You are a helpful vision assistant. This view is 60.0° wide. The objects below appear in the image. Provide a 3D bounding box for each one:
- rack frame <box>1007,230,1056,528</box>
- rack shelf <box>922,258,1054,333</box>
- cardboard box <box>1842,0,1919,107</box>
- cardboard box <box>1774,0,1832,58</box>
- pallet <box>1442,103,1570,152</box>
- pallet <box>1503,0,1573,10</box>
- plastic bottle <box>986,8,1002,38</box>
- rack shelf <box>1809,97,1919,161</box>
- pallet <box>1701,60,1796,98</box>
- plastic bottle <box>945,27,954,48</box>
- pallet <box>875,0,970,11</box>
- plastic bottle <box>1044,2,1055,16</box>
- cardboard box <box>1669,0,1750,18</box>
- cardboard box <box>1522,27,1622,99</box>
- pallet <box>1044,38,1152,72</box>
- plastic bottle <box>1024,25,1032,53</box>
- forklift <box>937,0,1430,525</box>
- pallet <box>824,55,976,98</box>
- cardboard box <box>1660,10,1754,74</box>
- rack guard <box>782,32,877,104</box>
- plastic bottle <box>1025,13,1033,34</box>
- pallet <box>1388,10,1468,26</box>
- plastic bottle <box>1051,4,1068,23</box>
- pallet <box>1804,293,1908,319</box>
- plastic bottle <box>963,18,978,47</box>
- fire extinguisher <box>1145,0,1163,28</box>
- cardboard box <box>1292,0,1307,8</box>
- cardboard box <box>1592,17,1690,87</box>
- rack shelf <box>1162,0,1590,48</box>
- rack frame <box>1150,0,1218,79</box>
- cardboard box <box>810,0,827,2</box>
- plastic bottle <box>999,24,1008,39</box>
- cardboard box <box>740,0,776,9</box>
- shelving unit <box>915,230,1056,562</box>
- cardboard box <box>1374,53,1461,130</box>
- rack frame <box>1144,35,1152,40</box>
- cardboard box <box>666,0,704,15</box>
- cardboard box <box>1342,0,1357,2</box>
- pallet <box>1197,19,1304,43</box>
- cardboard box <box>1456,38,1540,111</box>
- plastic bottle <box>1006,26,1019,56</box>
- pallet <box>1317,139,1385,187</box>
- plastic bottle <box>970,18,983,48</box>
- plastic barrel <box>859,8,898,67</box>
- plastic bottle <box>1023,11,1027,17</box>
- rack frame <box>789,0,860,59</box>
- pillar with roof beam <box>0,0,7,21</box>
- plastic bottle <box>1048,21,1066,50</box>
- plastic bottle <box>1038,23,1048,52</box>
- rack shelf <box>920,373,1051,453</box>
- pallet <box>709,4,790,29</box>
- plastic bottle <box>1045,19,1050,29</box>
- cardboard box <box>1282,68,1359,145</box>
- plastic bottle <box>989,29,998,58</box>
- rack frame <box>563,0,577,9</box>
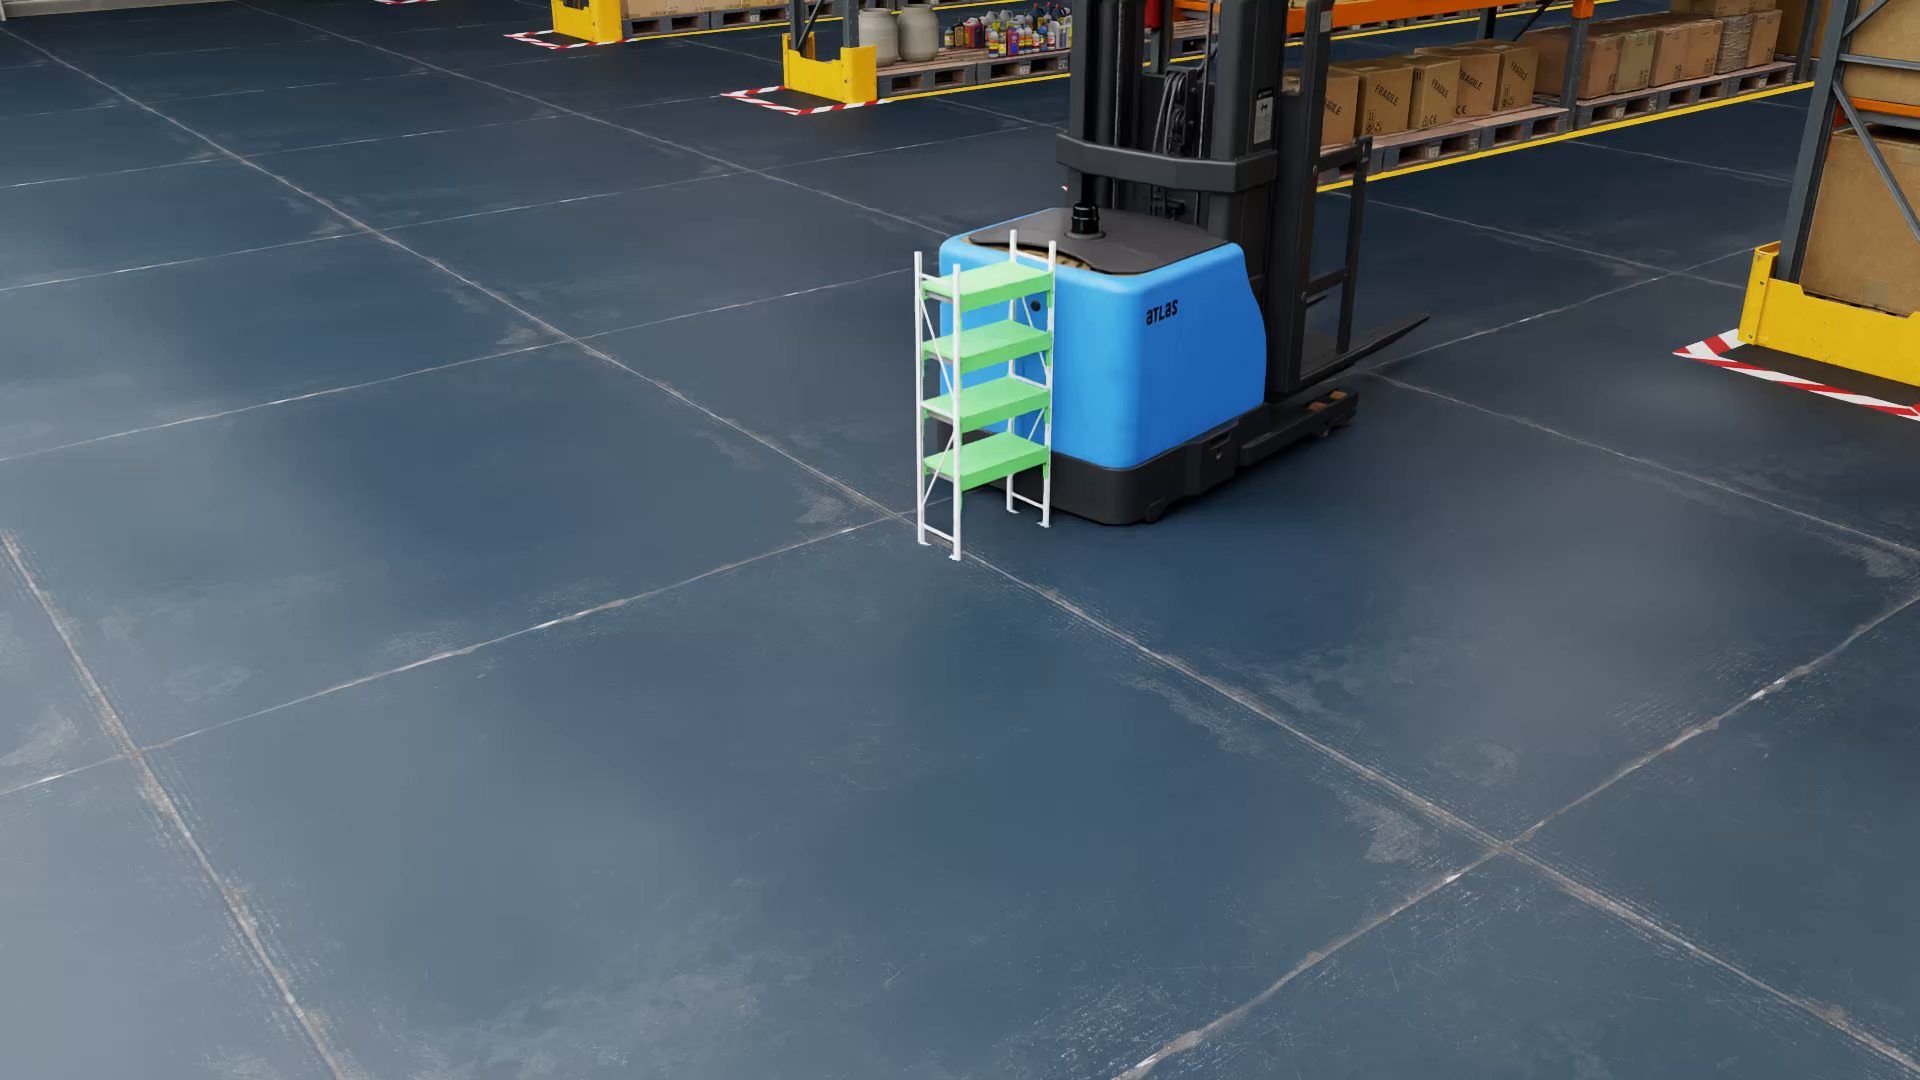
[{"bbox_3d":[0.282,-0.633,6.688,0.015,1.200,0.240,-20,32,-37],"label":"rack frame"},{"bbox_3d":[0.099,-0.942,6.367,0.480,0.148,0.258,-20,32,-37],"label":"rack shelf"},{"bbox_3d":[5.017,-2.499,8.392,0.550,0.550,0.875,-18,31,-34],"label":"cardboard box"},{"bbox_3d":[8.623,-5.466,16.989,0.875,0.875,1.225,-20,32,-36],"label":"cardboard box"},{"bbox_3d":[4.413,-3.577,14.206,1.213,0.211,1.003,-18,31,-34],"label":"pallet"},{"bbox_3d":[7.526,-7.295,22.218,1.213,0.211,1.003,-18,31,-34],"label":"pallet"},{"bbox_3d":[0.342,-5.386,17.417,0.185,0.351,0.144,-17,30,-32],"label":"plastic bottle"},{"bbox_3d":[6.327,-2.512,9.455,4.000,0.370,1.077,-18,31,-34],"label":"rack shelf"},{"bbox_3d":[7.451,-4.599,16.409,1.213,0.211,1.003,-18,31,-34],"label":"pallet"},{"bbox_3d":[-0.110,-5.182,17.154,0.097,0.201,0.097,0,25,0],"label":"plastic bottle"},{"bbox_3d":[-0.635,-7.250,22.120,1.213,0.211,1.003,-18,31,-34],"label":"pallet"},{"bbox_3d":[0.972,-5.594,17.865,0.185,0.351,0.144,-17,30,-33],"label":"plastic bottle"},{"bbox_3d":[7.147,-5.147,15.834,0.500,0.250,0.500,-14,29,-28],"label":"cardboard box"},{"bbox_3d":[5.416,-4.246,14.782,0.500,0.500,0.700,-21,32,-38],"label":"cardboard box"},{"bbox_3d":[1.309,-5.243,17.796,1.213,0.211,1.003,-18,31,-34],"label":"pallet"},{"bbox_3d":[0.683,-5.074,16.838,0.097,0.271,0.097,0,25,0],"label":"plastic bottle"},{"bbox_3d":[1.244,-1.933,7.432,1.130,2.935,3.031,20,32,36],"label":"forklift"},{"bbox_3d":[-0.611,-4.609,16.430,1.213,0.211,1.003,-18,31,-34],"label":"pallet"},{"bbox_3d":[7.124,-4.803,15.983,0.500,0.500,0.700,-21,32,-38],"label":"cardboard box"},{"bbox_3d":[-1.254,-4.531,15.919,0.348,0.500,1.175,-18,31,-34],"label":"rack guard"},{"bbox_3d":[0.731,-5.458,17.667,0.097,0.271,0.097,0,25,0],"label":"plastic bottle"},{"bbox_3d":[5.605,-6.661,20.852,1.213,0.211,1.003,-18,31,-34],"label":"pallet"},{"bbox_3d":[1.061,-5.546,17.762,0.185,0.351,0.144,-18,31,-34],"label":"plastic bottle"},{"bbox_3d":[5.334,-1.288,9.274,1.213,0.211,1.003,-18,31,-34],"label":"pallet"},{"bbox_3d":[0.105,-5.272,17.259,0.135,0.276,0.152,-18,30,-34],"label":"plastic bottle"},{"bbox_3d":[1.397,-4.076,12.062,0.183,0.674,0.296,-18,31,-34],"label":"fire extinguisher"},{"bbox_3d":[2.352,-3.928,11.949,0.250,0.149,0.380,-18,31,-34],"label":"cardboard box"},{"bbox_3d":[6.243,-4.509,15.349,0.500,0.500,0.700,-21,32,-38],"label":"cardboard box"},{"bbox_3d":[3.346,-4.182,13.052,4.000,0.370,1.077,-18,31,-34],"label":"rack shelf"},{"bbox_3d":[1.772,-3.989,11.781,0.127,3.000,1.000,-18,31,-34],"label":"rack frame"},{"bbox_3d":[-1.820,-6.934,20.895,0.500,0.250,0.500,-18,31,-34],"label":"cardboard box"},{"bbox_3d":[0.451,-5.290,17.387,0.097,0.201,0.097,0,25,0],"label":"plastic bottle"},{"bbox_3d":[-2.597,-6.669,20.324,0.500,0.250,0.500,-18,31,-34],"label":"cardboard box"},{"bbox_3d":[0.099,-0.565,6.542,0.503,1.200,0.258,-20,32,-37],"label":"shelving unit"},{"bbox_3d":[3.694,-3.655,13.533,0.500,0.500,0.500,-22,33,-38],"label":"cardboard box"},{"bbox_3d":[1.863,-6.668,17.555,0.127,3.000,1.000,-18,31,-34],"label":"rack frame"},{"bbox_3d":[-3.388,-6.411,19.768,0.500,0.250,0.500,-18,31,-34],"label":"cardboard box"},{"bbox_3d":[2.742,-4.060,12.233,0.250,0.149,0.380,-18,31,-34],"label":"cardboard box"},{"bbox_3d":[3.418,-5.939,19.296,1.213,0.211,1.003,-18,31,-34],"label":"pallet"},{"bbox_3d":[4.580,-3.994,14.262,0.500,0.500,0.500,-19,31,-36],"label":"cardboard box"},{"bbox_3d":[0.524,-5.017,16.701,0.133,0.283,0.061,-18,30,-33],"label":"plastic bottle"},{"bbox_3d":[2.493,-2.943,12.840,1.213,0.211,1.003,-18,31,-34],"label":"pallet"},{"bbox_3d":[0.172,-5.240,17.182,0.133,0.283,0.061,-18,31,-34],"label":"plastic bottle"},{"bbox_3d":[-0.814,-4.888,16.174,0.421,0.512,0.421,0,25,0],"label":"plastic barrel"},{"bbox_3d":[0.668,-5.485,17.710,0.133,0.283,0.061,-17,30,-32],"label":"plastic bottle"},{"bbox_3d":[-1.285,-5.629,15.316,0.127,3.000,1.000,-18,31,-34],"label":"rack frame"},{"bbox_3d":[-9.446,-9.116,15.703,0.400,9.000,9.100,-18,31,-34],"label":"pillar with roof beam"},{"bbox_3d":[0.999,-5.195,17.093,0.135,0.276,0.152,-18,30,-33],"label":"plastic bottle"},{"bbox_3d":[0.842,-5.127,16.952,0.097,0.271,0.097,0,25,0],"label":"plastic bottle"},{"bbox_3d":[0.099,-0.507,6.569,0.480,0.148,0.258,-20,32,-37],"label":"rack shelf"},{"bbox_3d":[-2.803,-6.534,20.578,1.213,0.211,1.003,-18,31,-34],"label":"pallet"},{"bbox_3d":[0.933,-5.233,17.167,0.133,0.283,0.061,-18,31,-34],"label":"plastic bottle"},{"bbox_3d":[2.723,-3.368,12.915,0.500,0.500,0.500,-10,27,-21],"label":"cardboard box"},{"bbox_3d":[0.335,-4.959,16.590,0.097,0.271,0.097,0,25,0],"label":"plastic bottle"},{"bbox_3d":[-4.338,-7.271,18.854,0.127,3.000,1.000,-18,31,-34],"label":"rack frame"}]
